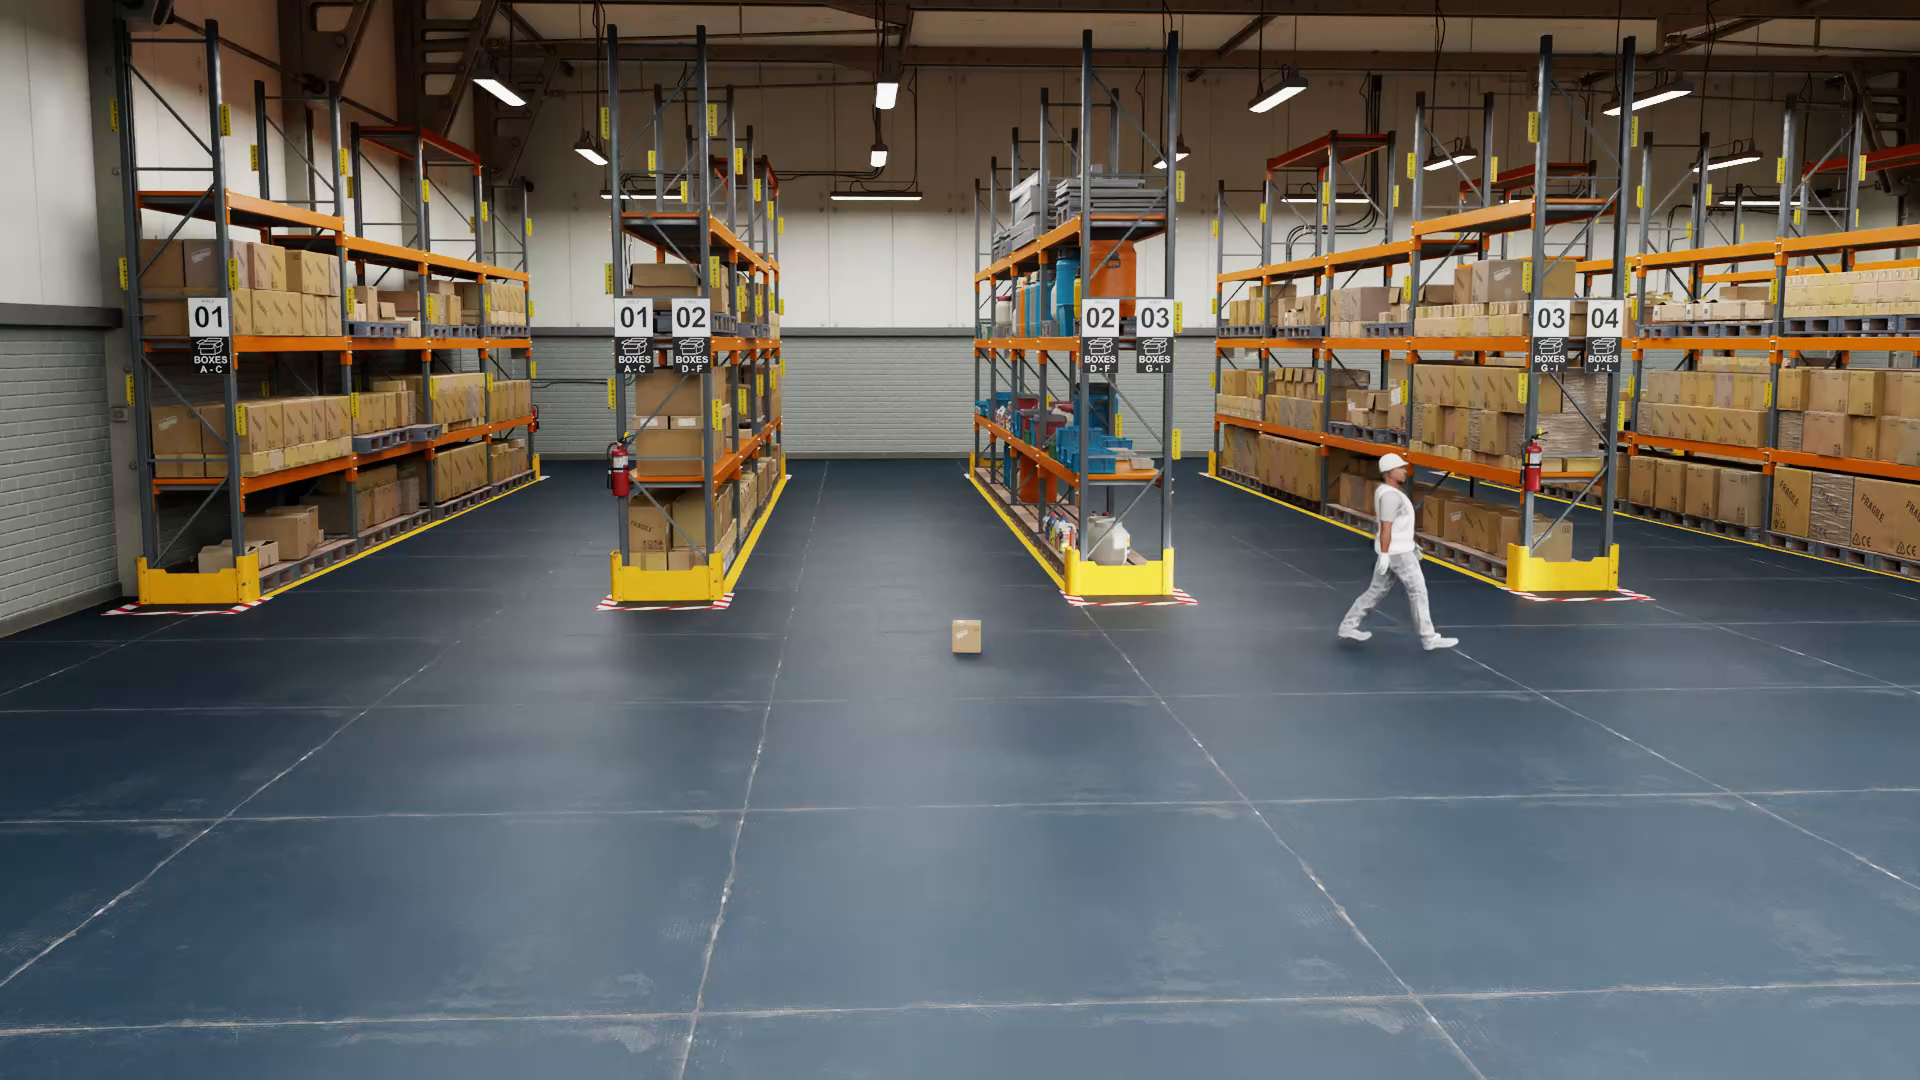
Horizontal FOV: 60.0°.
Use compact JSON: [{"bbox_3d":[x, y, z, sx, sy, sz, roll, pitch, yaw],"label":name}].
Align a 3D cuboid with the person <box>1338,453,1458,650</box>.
[{"bbox_3d":[3.928,0.097,14.854,1.028,1.743,0.552,1,7,5],"label":"person"}]
